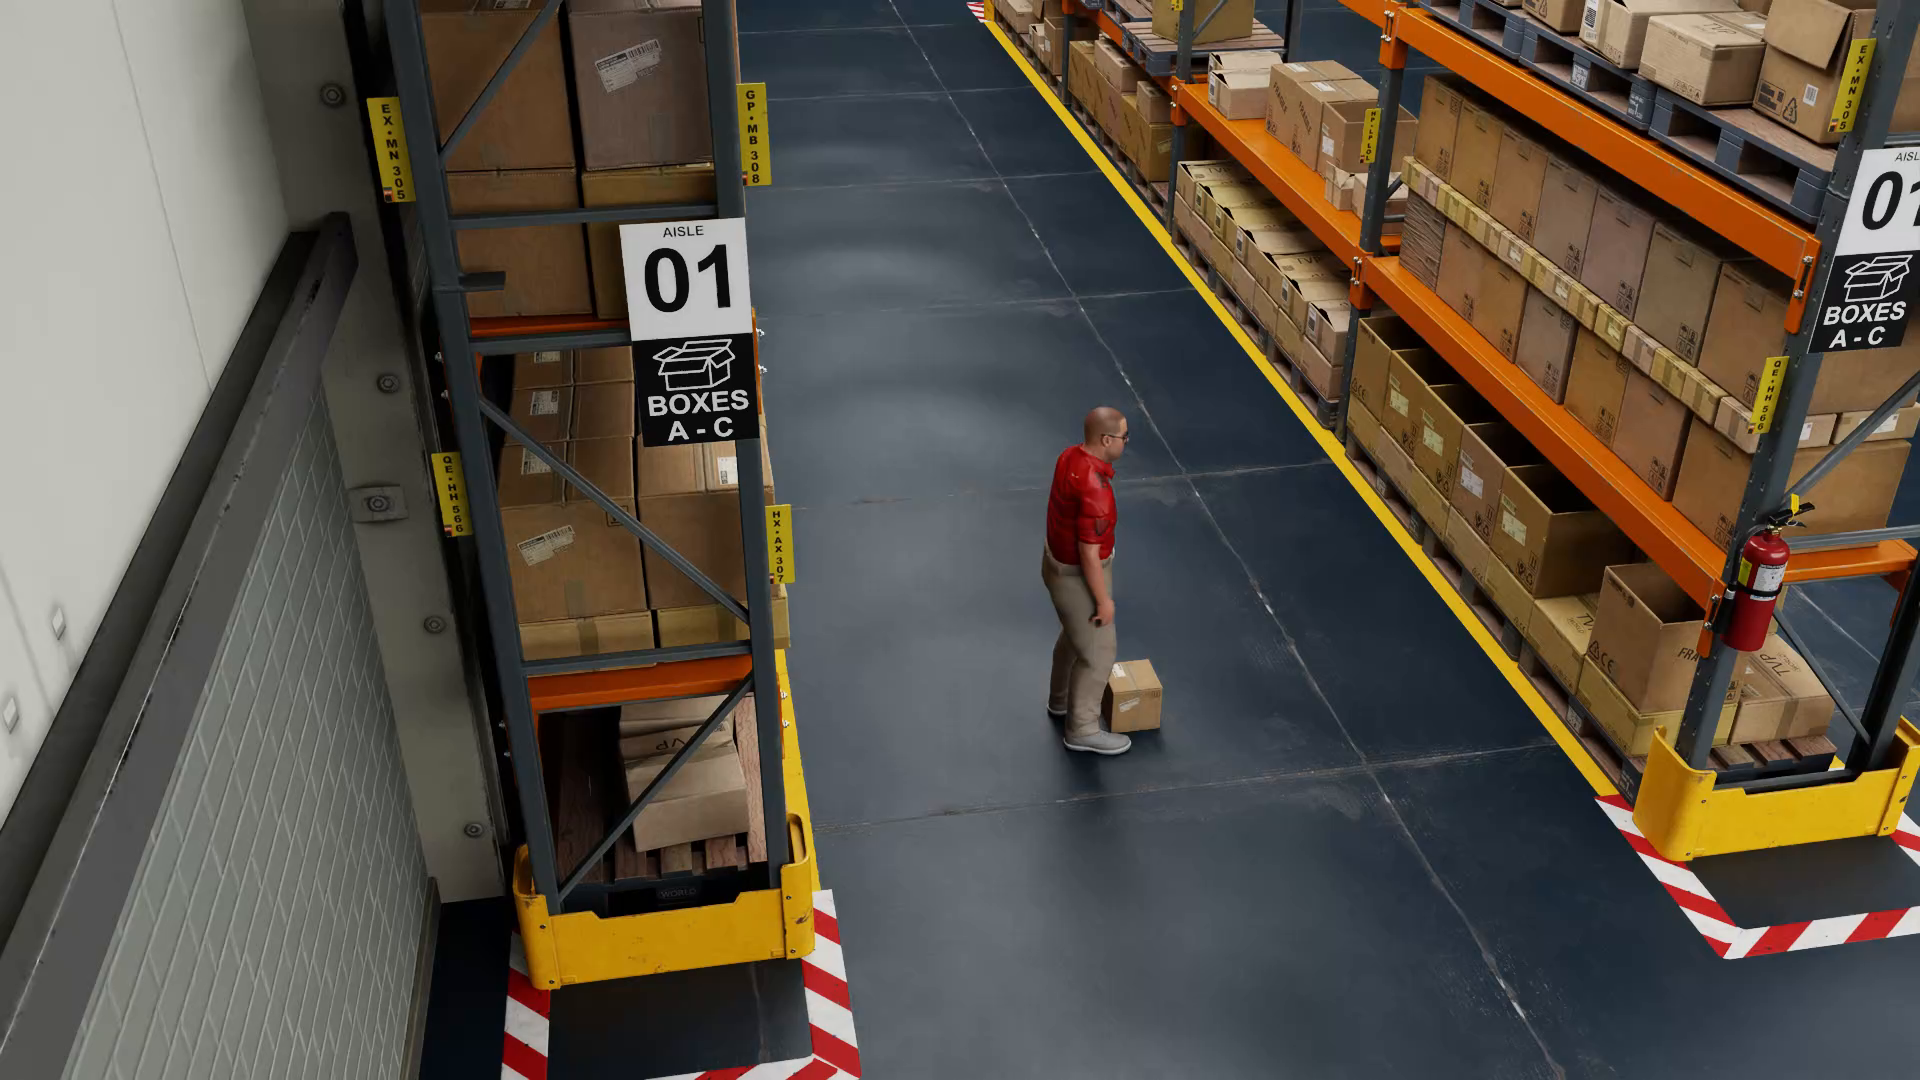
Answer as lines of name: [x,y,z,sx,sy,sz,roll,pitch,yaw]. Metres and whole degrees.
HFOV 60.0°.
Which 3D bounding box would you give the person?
person: [0.600,0.171,7.862,0.392,1.726,0.585,-5,31,-9]
